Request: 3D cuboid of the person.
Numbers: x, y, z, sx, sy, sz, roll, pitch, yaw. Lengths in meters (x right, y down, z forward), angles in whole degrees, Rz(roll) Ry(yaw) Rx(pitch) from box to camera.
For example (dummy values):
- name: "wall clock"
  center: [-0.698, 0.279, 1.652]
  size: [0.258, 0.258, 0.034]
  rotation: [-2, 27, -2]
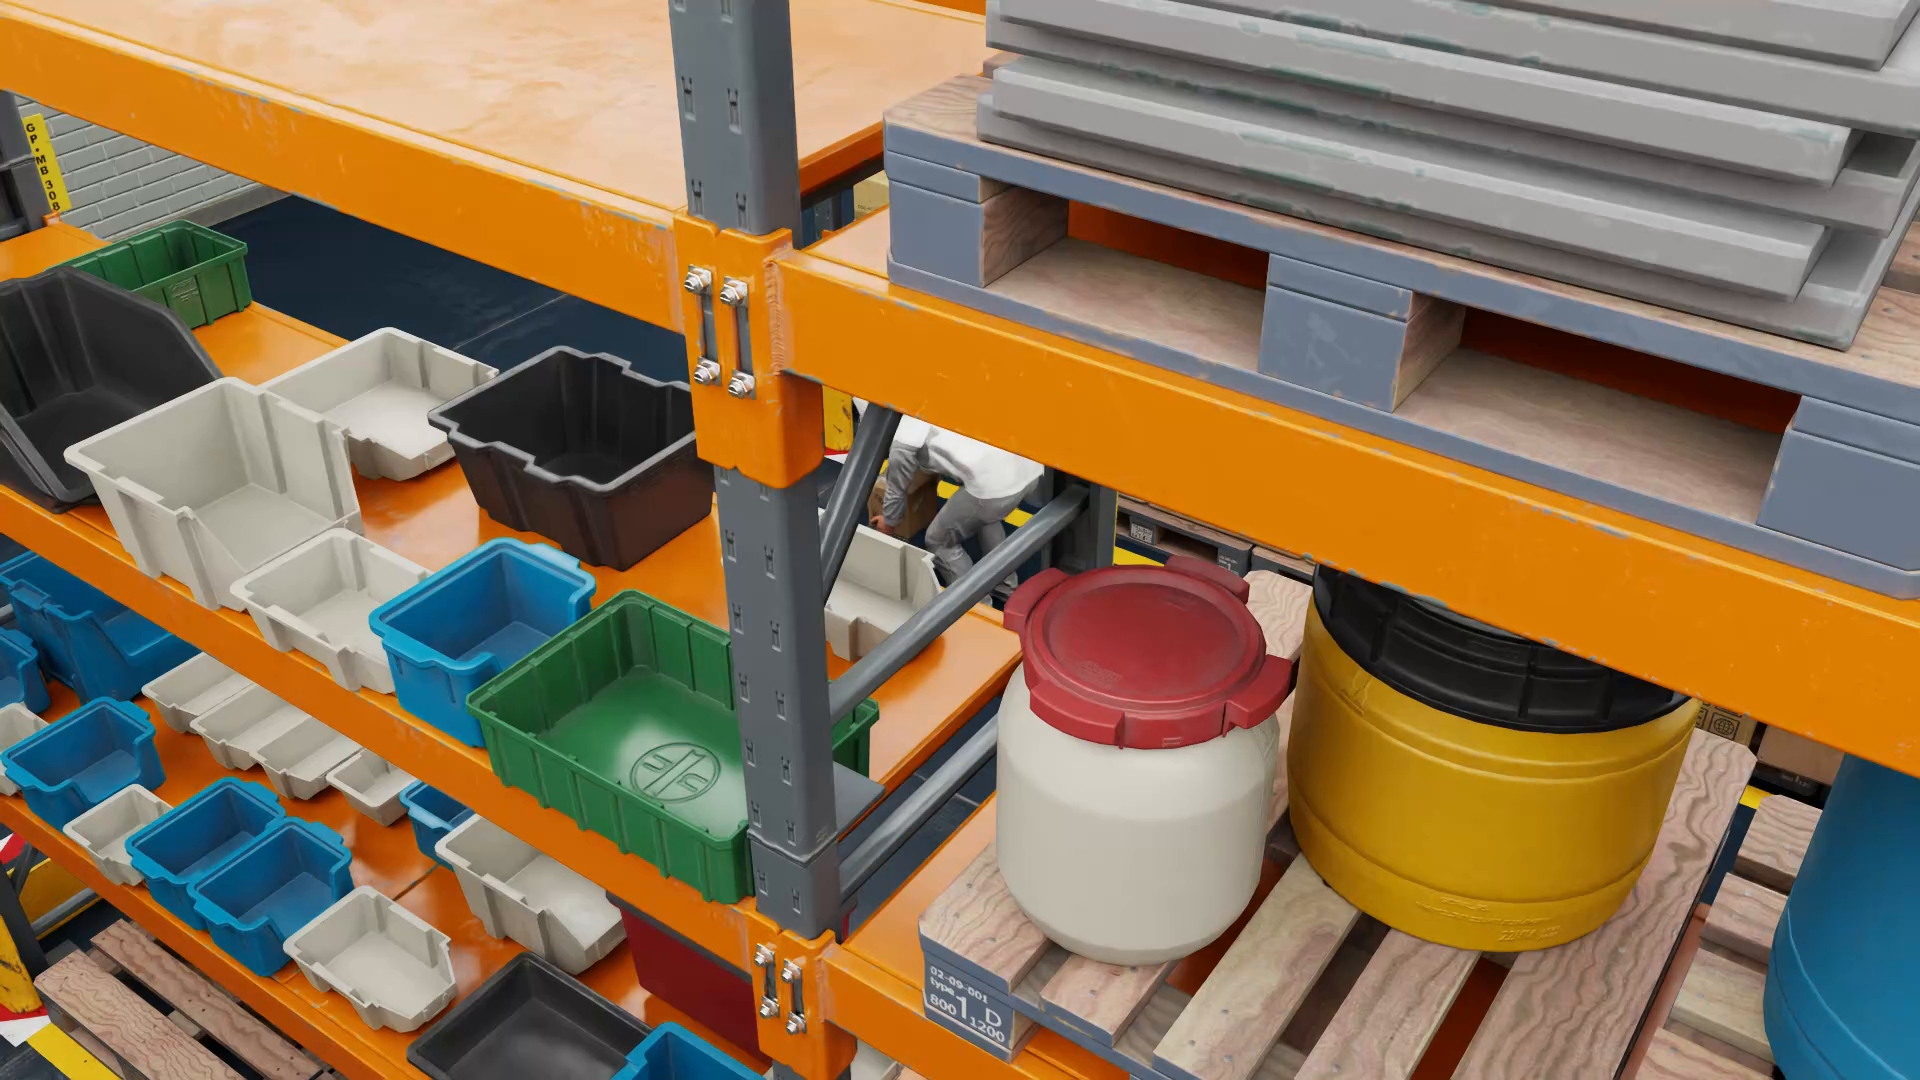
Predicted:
- name: "person"
  center: [-0.082, -0.209, 8.148]
  size: [0.989, 1.154, 0.493]
  rotation: [20, 39, 26]
